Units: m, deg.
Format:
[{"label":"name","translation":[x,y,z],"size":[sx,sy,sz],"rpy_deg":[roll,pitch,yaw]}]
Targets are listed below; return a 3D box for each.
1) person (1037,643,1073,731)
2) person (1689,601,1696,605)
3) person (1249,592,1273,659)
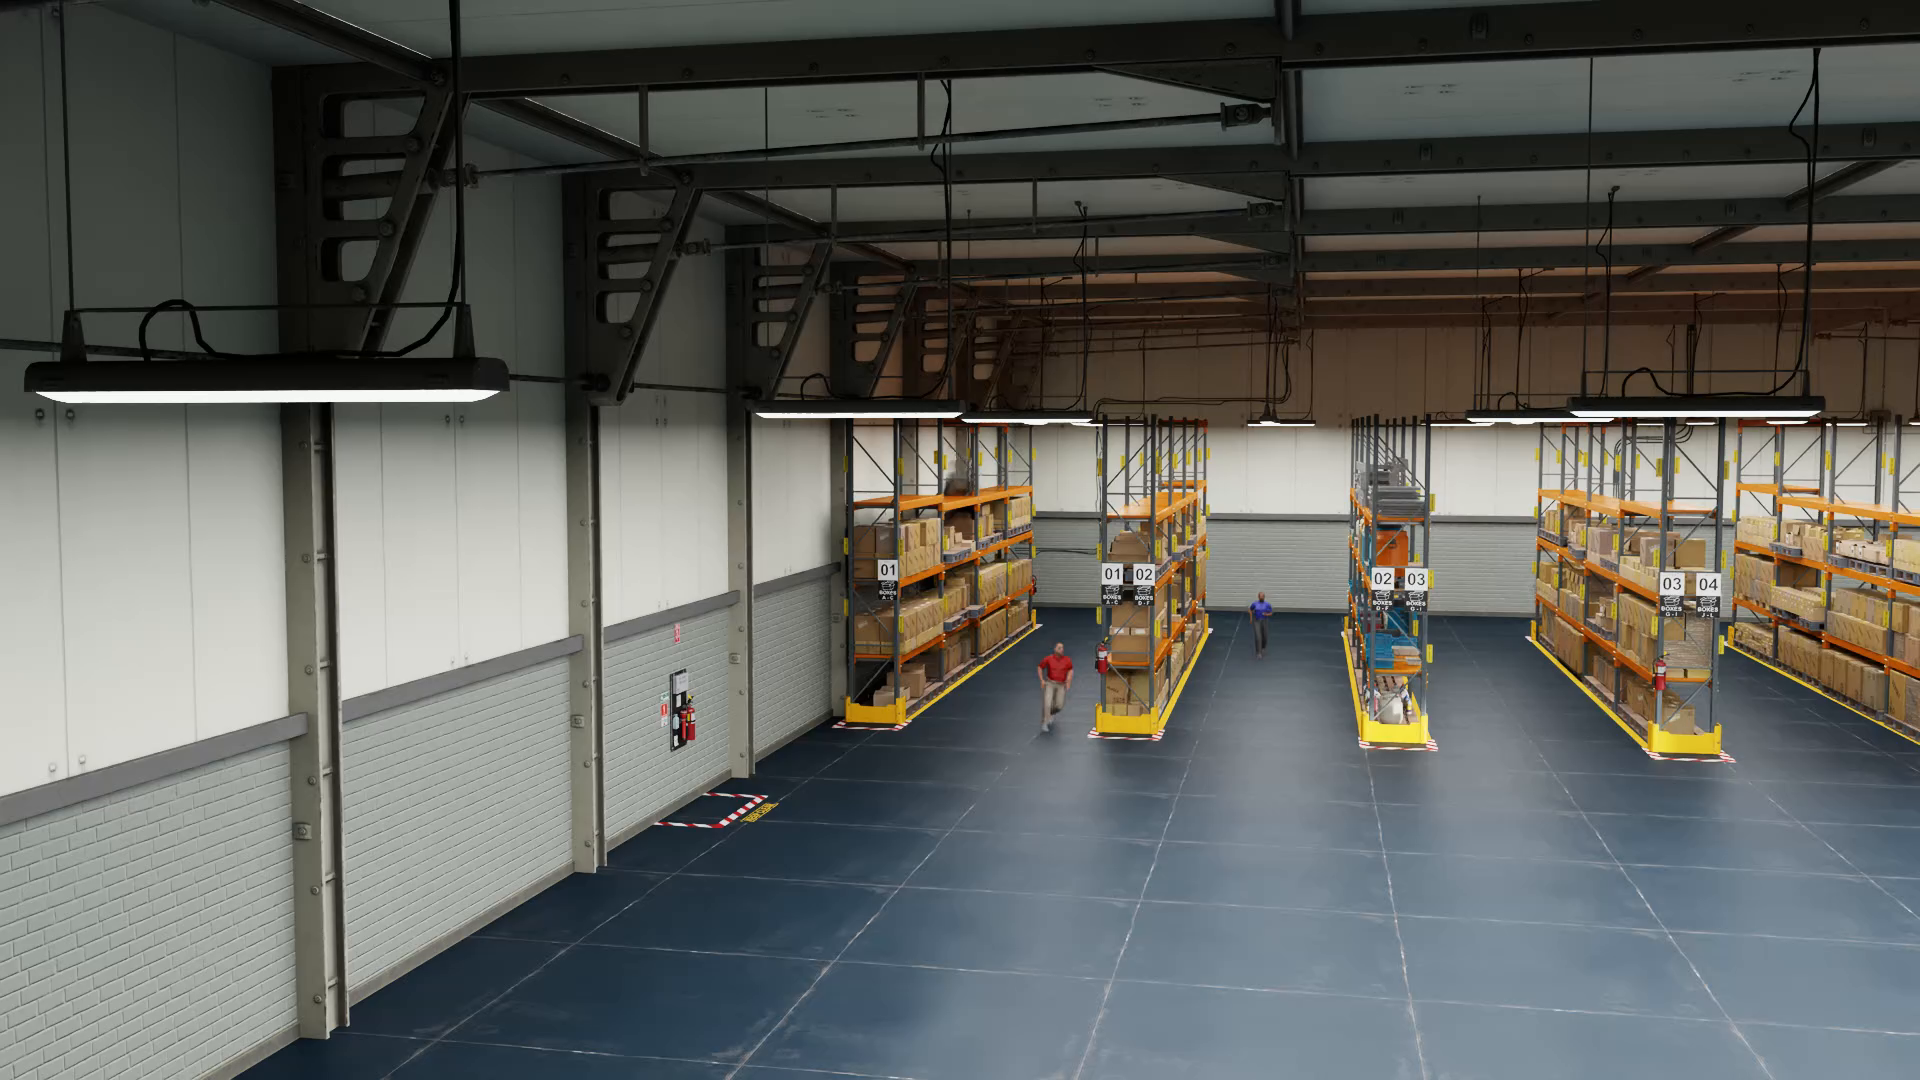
[{"label":"person","translation":[1.821,2.796,31.730],"size":[0.709,1.680,0.555],"rpy_deg":[0,4,-6]},{"label":"person","translation":[18.812,2.048,42.463],"size":[0.629,1.701,0.761],"rpy_deg":[2,4,23]},{"label":"person","translation":[7.517,2.111,41.531],"size":[0.572,1.644,0.941],"rpy_deg":[0,4,6]}]
